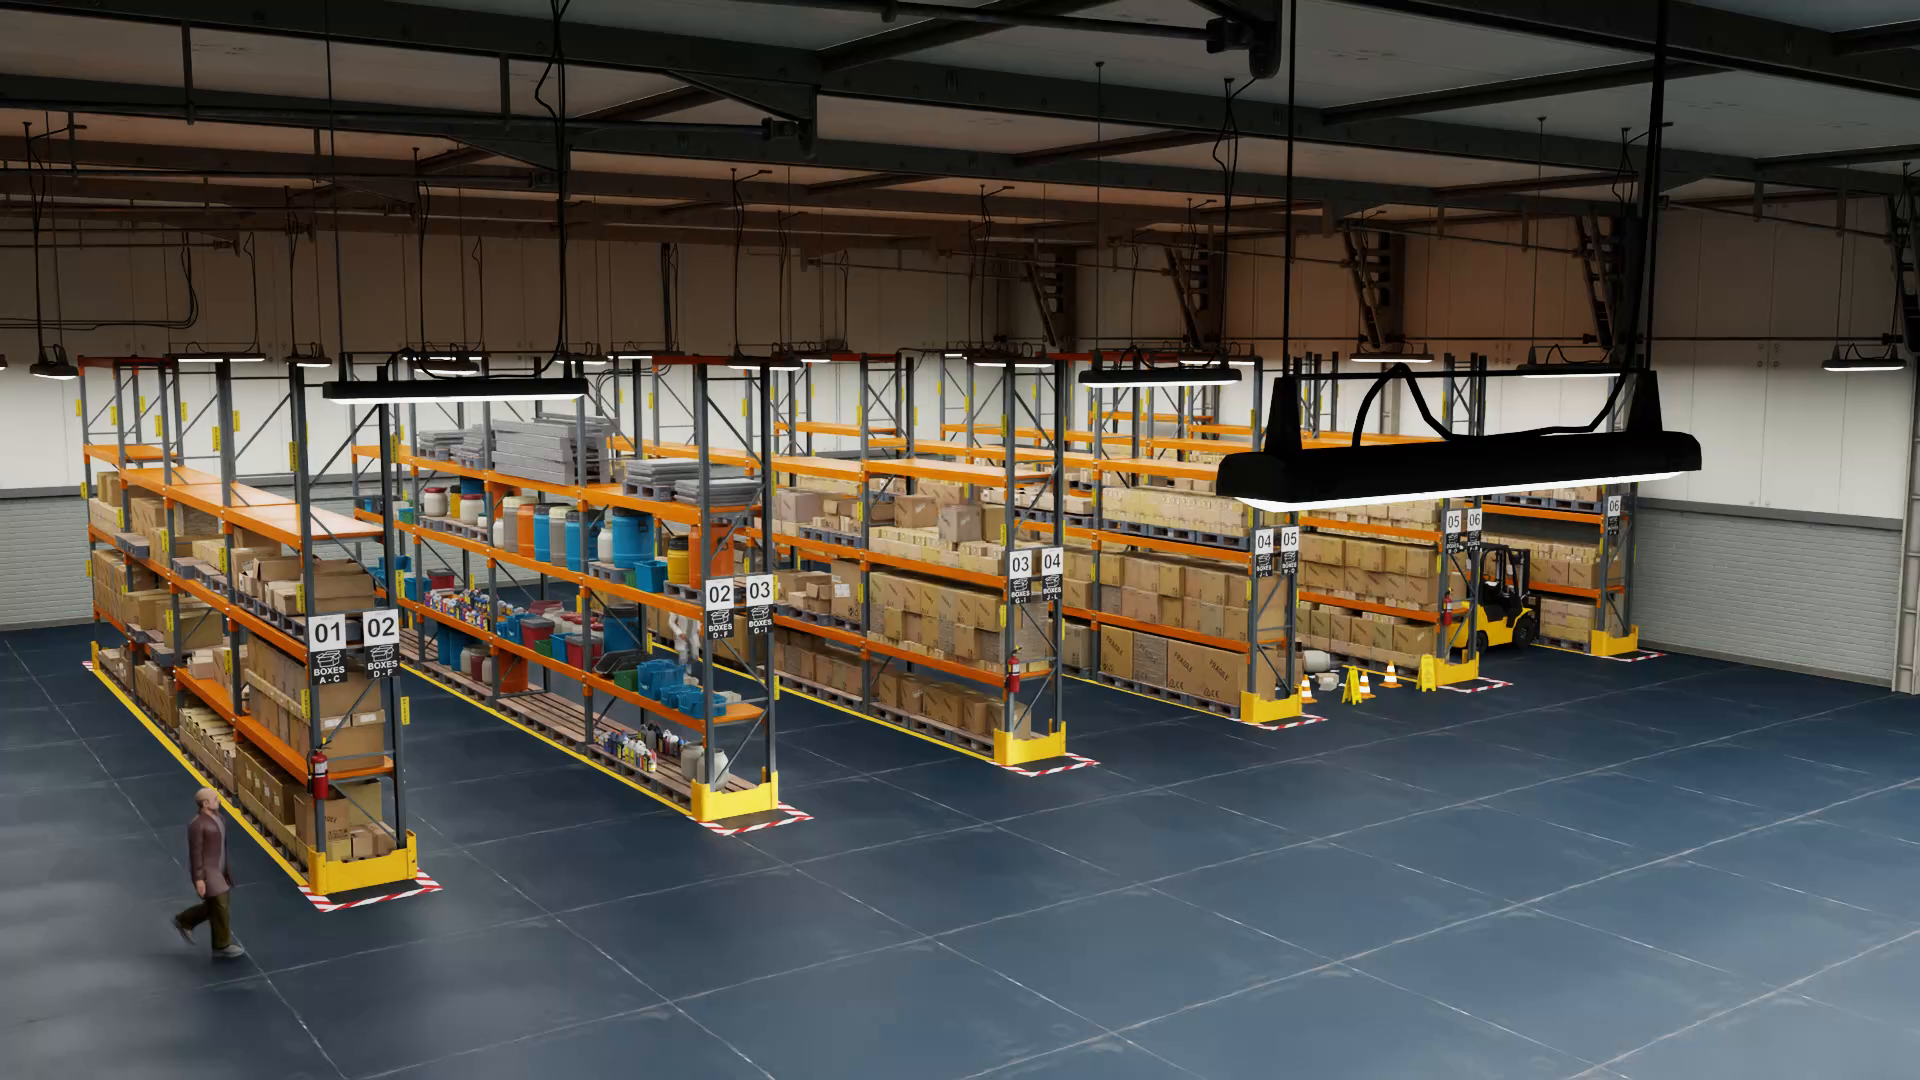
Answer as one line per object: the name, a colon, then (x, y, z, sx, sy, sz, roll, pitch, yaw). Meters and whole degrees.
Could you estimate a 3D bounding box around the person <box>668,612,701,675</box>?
person: (-5.074, 1.774, 30.800, 0.730, 1.687, 0.658, -3, 8, -26)

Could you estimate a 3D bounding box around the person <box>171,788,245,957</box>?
person: (-7.743, 3.382, 17.035, 0.862, 1.748, 0.596, 1, 7, 6)
